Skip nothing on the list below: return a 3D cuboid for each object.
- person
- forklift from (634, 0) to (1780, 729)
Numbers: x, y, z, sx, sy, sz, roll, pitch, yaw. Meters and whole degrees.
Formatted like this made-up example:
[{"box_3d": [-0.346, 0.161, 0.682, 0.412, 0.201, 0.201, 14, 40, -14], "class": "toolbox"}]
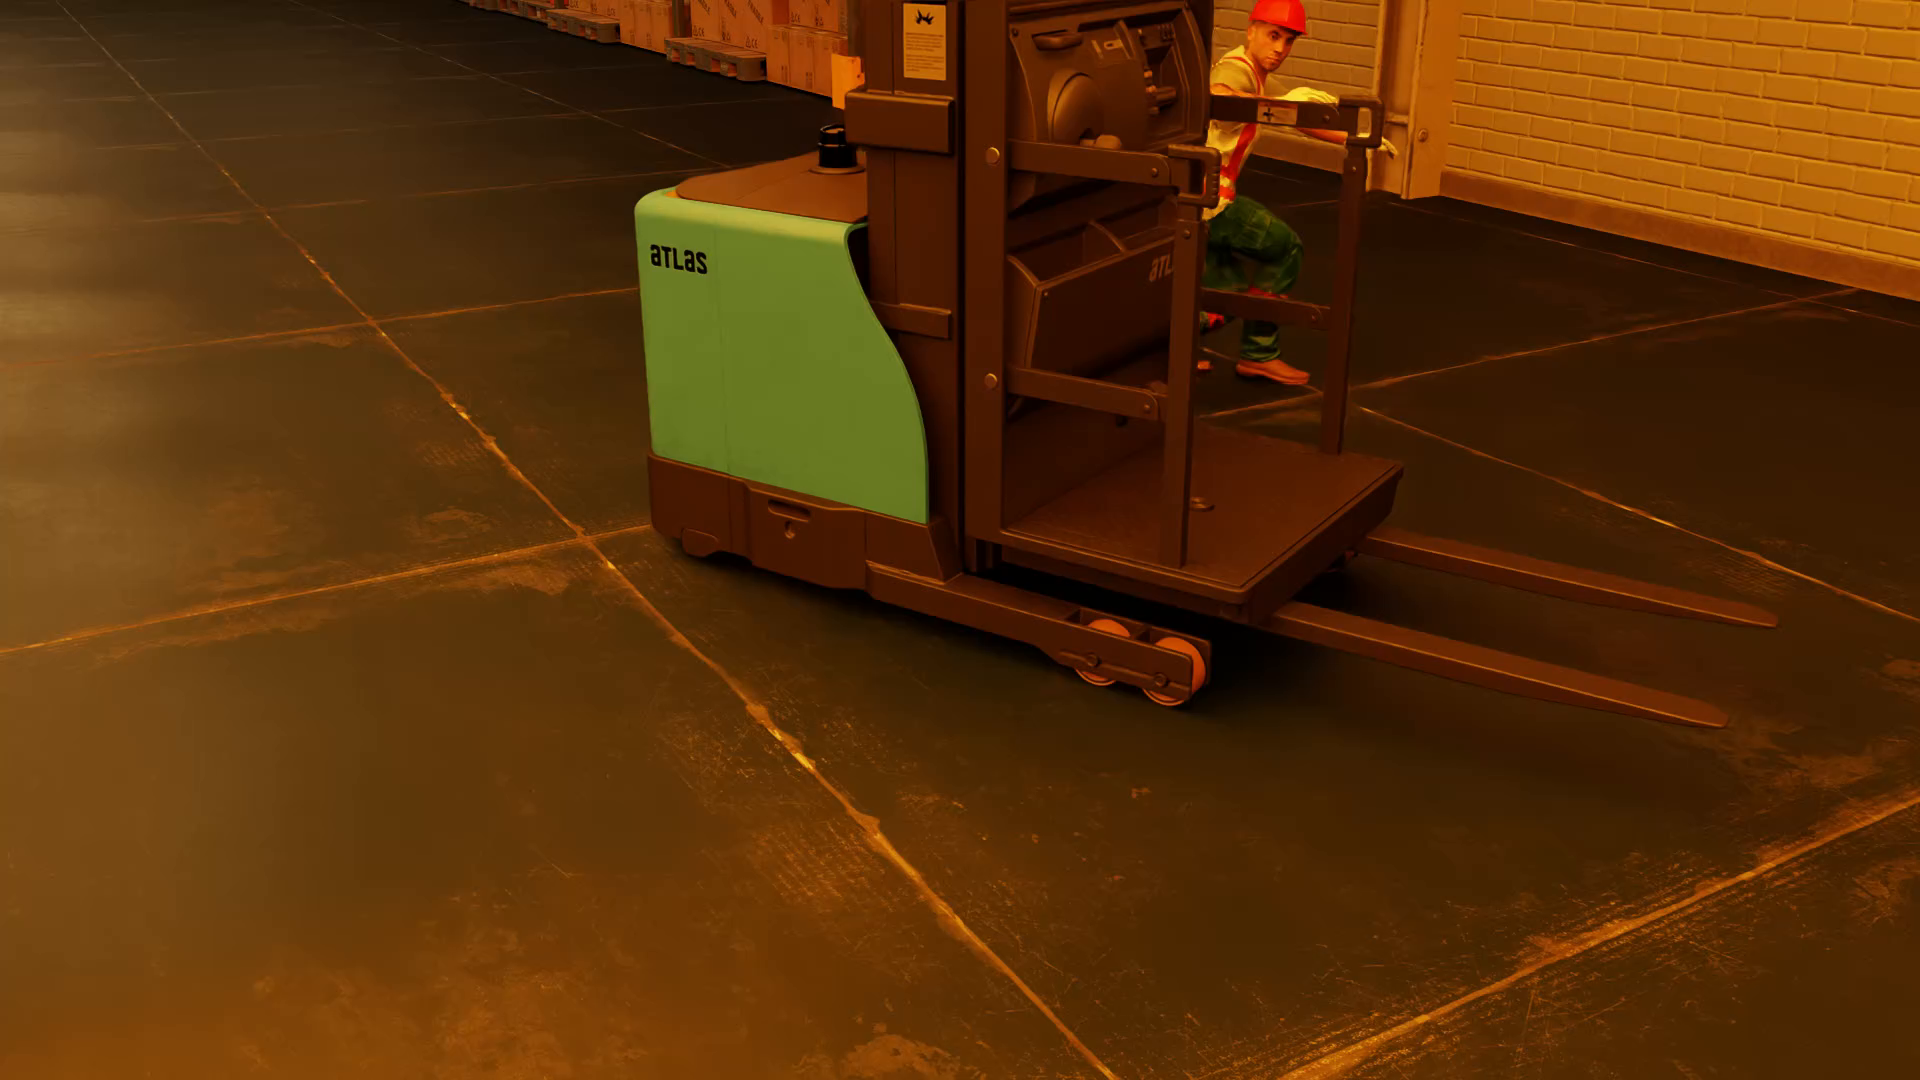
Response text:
[{"box_3d": [1.233, -1.287, 6.330, 1.130, 1.496, 0.845, -5, 23, -12], "class": "person"}, {"box_3d": [0.571, -1.174, 4.133, 3.031, 2.935, 1.130, 14, 26, 31], "class": "forklift"}]
